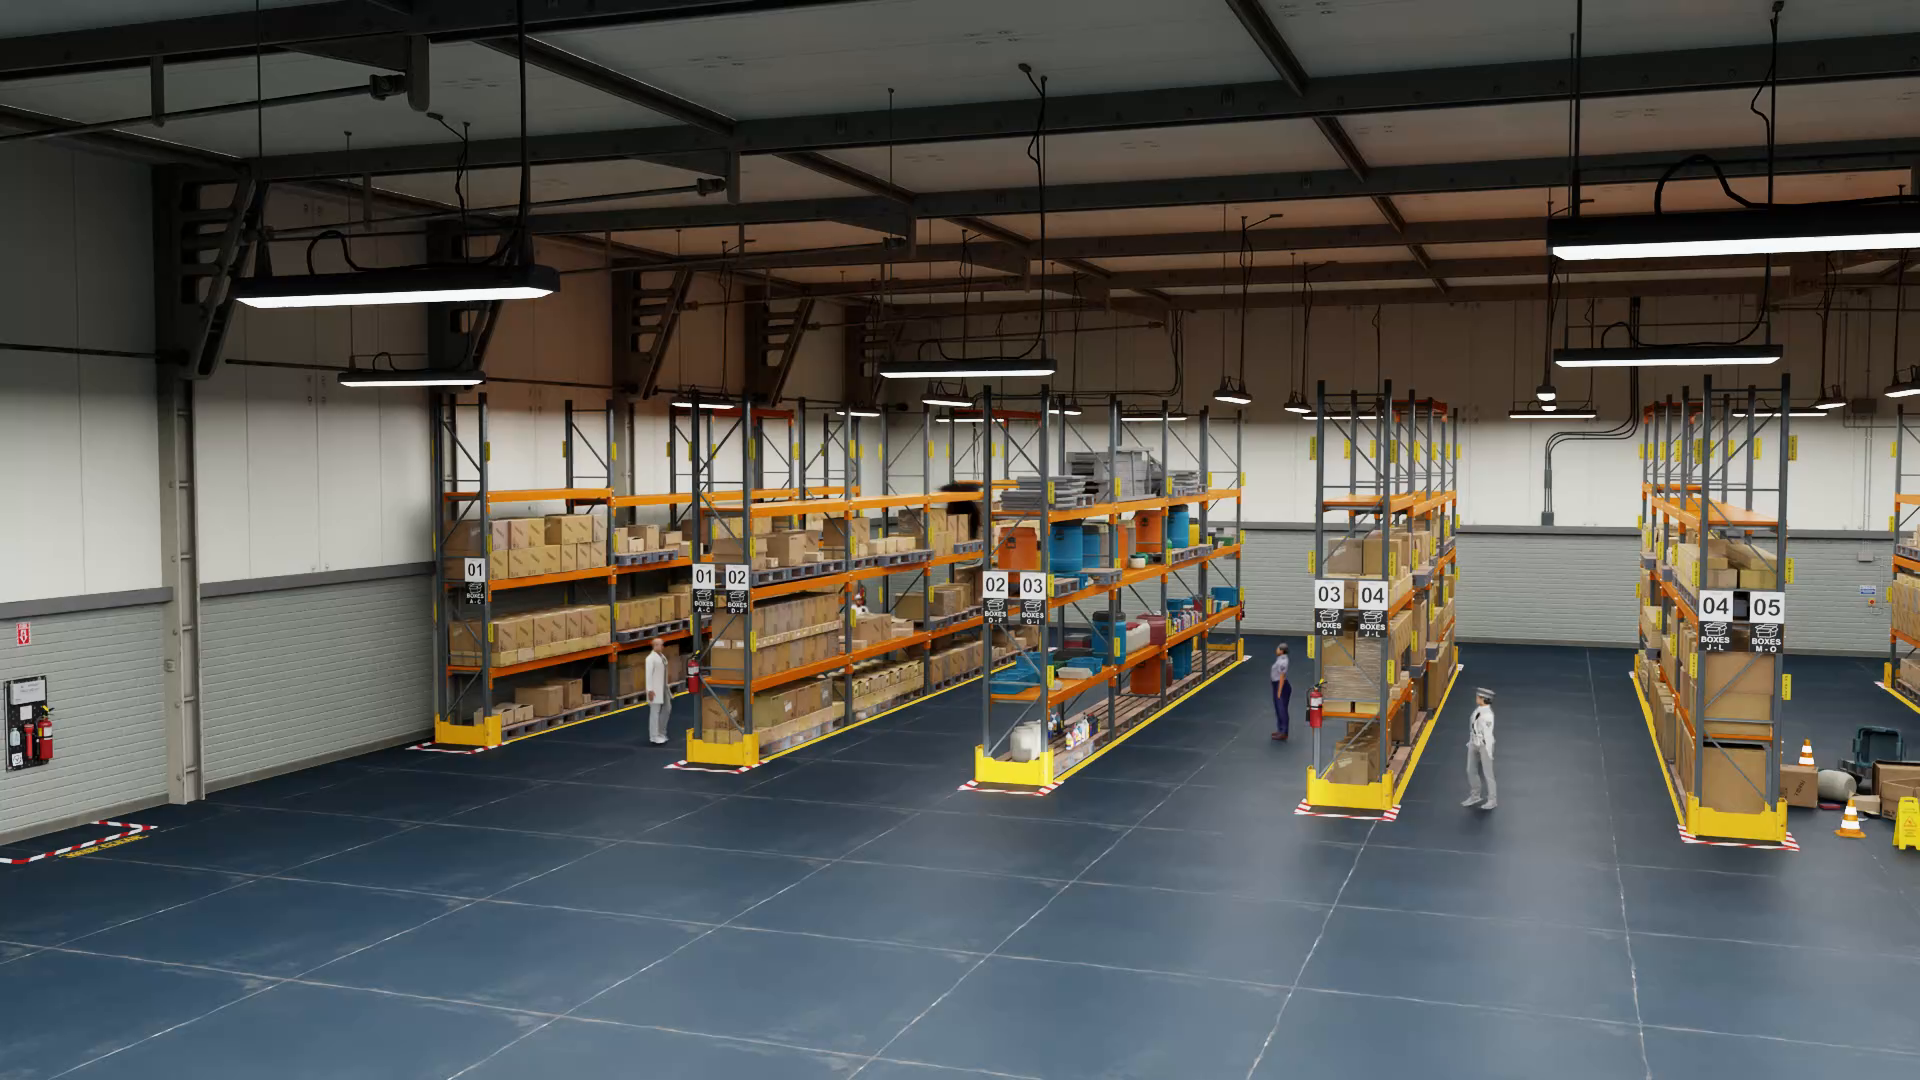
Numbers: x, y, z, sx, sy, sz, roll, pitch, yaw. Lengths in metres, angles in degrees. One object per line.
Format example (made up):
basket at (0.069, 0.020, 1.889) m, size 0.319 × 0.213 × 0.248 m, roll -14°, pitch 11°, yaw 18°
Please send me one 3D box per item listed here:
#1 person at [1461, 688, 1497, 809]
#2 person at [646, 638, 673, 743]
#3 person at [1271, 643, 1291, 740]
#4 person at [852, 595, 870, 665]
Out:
person at (7.295, 2.922, 23.364) m, size 0.404 × 1.721 × 0.612 m, roll -1°, pitch 3°, yaw -12°
person at (-5.197, 2.623, 28.705) m, size 0.412 × 1.864 × 0.678 m, roll 1°, pitch 3°, yaw 18°
person at (5.608, 2.634, 29.121) m, size 0.376 × 1.655 × 0.537 m, roll 0°, pitch 3°, yaw 0°
person at (-2.280, 2.084, 38.521) m, size 0.553 × 1.635 × 0.629 m, roll 1°, pitch 3°, yaw 19°
